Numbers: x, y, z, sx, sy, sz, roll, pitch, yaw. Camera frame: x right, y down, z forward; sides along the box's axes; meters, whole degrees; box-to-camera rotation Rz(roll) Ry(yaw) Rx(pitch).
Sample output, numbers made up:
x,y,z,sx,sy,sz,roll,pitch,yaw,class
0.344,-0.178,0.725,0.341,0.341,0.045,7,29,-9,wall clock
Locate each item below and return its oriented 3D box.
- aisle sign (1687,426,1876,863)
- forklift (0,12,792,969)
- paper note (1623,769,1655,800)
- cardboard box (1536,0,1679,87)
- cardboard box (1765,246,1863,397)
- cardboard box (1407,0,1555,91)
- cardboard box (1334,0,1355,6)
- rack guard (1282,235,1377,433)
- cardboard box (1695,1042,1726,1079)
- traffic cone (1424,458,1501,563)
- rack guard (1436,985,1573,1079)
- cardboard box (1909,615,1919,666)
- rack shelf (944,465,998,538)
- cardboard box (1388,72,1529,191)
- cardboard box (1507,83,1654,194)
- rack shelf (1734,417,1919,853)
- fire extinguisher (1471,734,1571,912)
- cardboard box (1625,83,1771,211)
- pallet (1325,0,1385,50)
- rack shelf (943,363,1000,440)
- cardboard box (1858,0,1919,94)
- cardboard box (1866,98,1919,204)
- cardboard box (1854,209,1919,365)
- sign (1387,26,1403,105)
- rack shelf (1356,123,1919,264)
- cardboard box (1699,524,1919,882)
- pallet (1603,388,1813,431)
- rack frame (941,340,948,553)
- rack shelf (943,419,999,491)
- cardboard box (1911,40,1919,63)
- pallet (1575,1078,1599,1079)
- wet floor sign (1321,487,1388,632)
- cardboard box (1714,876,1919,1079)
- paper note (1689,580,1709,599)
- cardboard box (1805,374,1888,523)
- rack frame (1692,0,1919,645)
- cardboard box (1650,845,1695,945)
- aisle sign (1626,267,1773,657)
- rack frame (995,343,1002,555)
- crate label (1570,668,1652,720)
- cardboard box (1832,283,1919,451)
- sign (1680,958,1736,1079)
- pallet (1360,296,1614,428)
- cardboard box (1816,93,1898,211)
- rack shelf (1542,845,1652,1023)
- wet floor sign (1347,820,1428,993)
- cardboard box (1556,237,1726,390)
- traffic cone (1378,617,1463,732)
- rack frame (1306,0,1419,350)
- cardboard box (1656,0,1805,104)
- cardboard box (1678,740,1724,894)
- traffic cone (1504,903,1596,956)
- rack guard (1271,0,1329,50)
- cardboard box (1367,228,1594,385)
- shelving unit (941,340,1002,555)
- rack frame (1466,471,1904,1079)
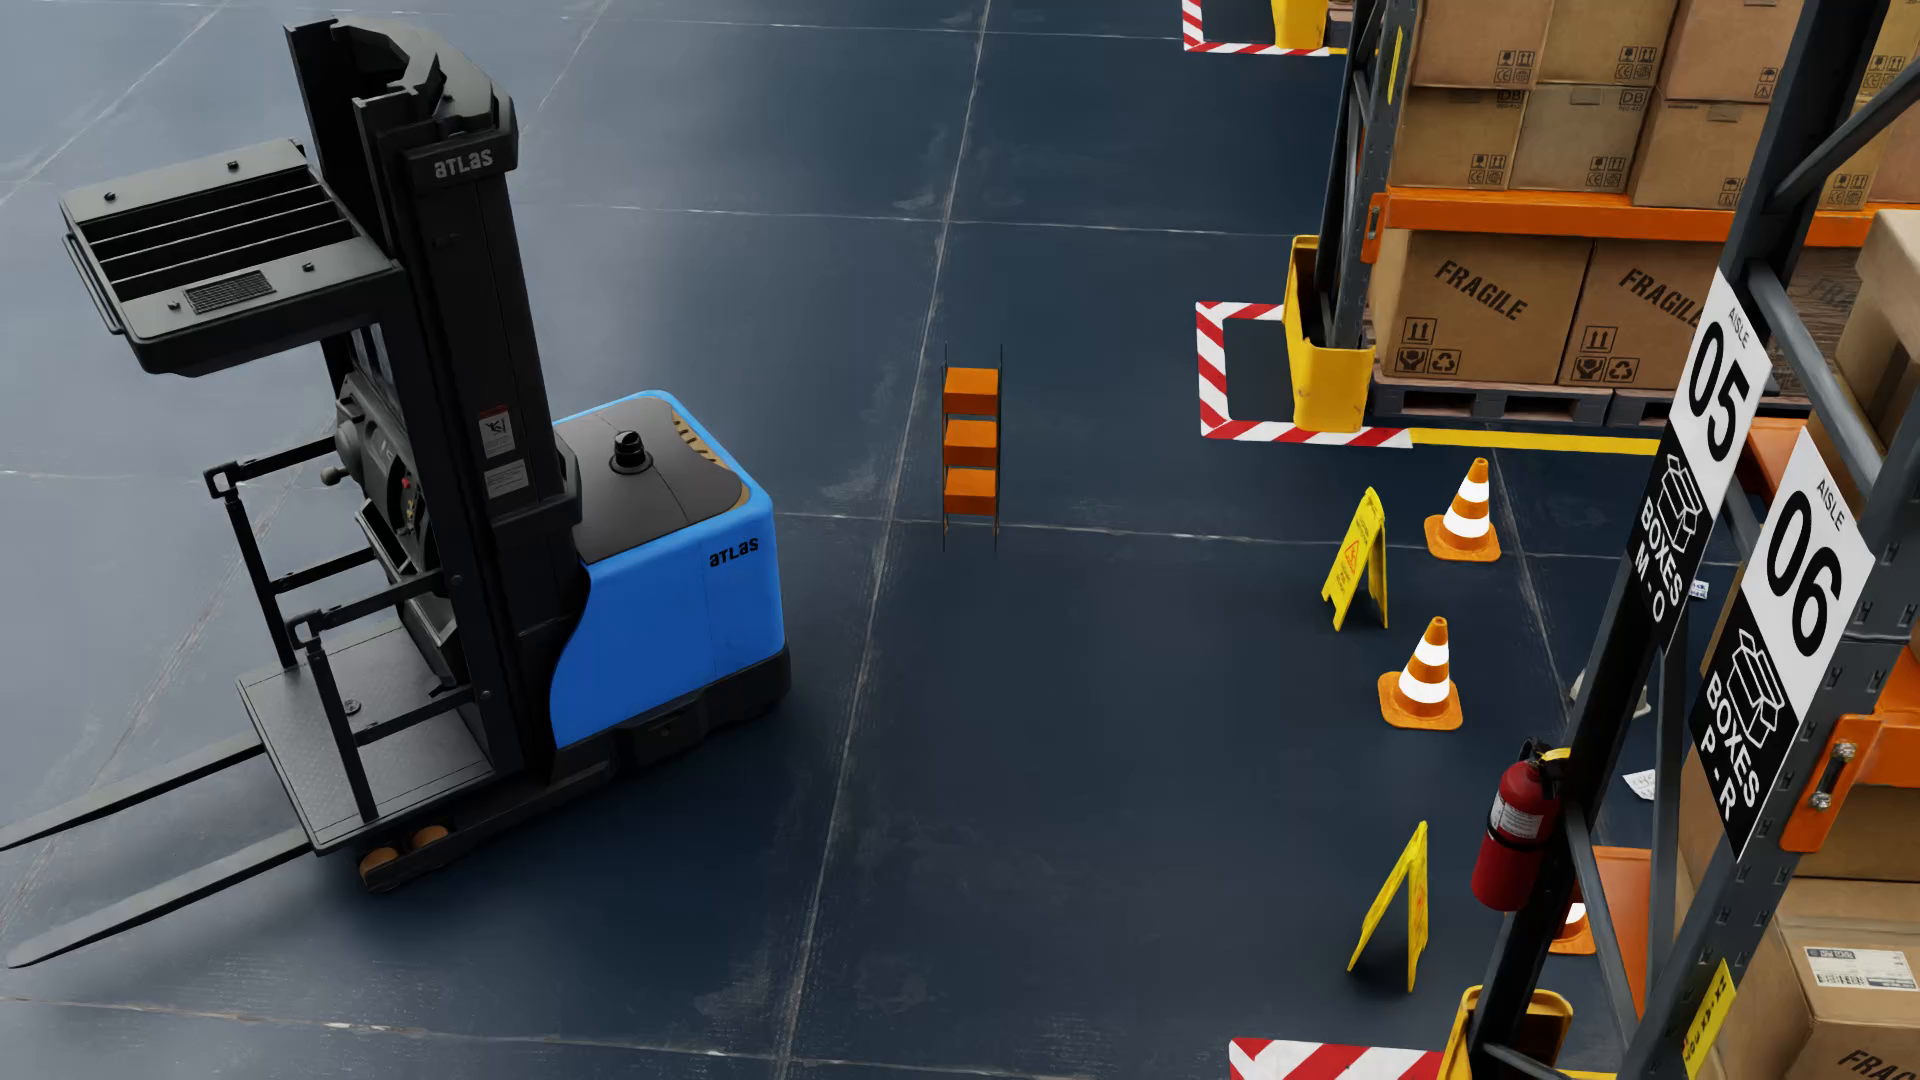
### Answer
x,y,z,sx,sy,sz,roll,pitch,yaw,class
1.569,0.215,3.221,0.004,0.787,0.394,3,39,4,aisle sign
-2.220,-0.191,5.833,3.031,2.935,1.130,-23,44,-26,forklift
2.771,0.982,6.689,0.142,0.019,0.148,-10,40,-12,paper note
2.906,-2.548,7.700,0.550,0.550,0.875,3,39,4,cardboard box
4.450,-1.333,8.533,0.875,0.875,0.875,3,39,4,cardboard box
2.350,-2.520,7.666,0.550,0.550,0.875,3,39,4,cardboard box
3.133,-4.350,12.536,0.500,0.500,0.500,10,40,12,cardboard box
1.960,-1.119,8.900,0.348,0.500,1.175,3,39,4,rack guard
1.978,1.277,4.174,0.250,0.149,0.380,3,39,4,cardboard box
2.390,-0.182,7.777,0.334,0.463,0.336,3,39,4,traffic cone
1.733,2.005,5.061,0.348,0.500,1.175,3,39,4,rack guard
1.960,0.188,3.137,0.250,0.149,0.380,3,39,4,cardboard box
0.053,-0.180,7.768,0.240,0.259,0.215,3,39,4,rack shelf
2.357,-2.154,8.072,0.550,0.550,0.875,3,39,4,cardboard box
2.907,-2.138,8.052,0.550,0.550,0.875,3,39,4,cardboard box
3.650,0.256,3.424,4.000,0.370,1.077,3,39,4,rack shelf
1.583,0.765,4.666,0.183,0.674,0.296,3,39,4,fire extinguisher
3.454,-2.028,7.917,0.550,0.550,0.875,3,39,4,cardboard box
3.394,-4.049,12.728,1.213,0.211,1.003,3,39,4,pallet
0.053,-0.616,7.413,0.240,0.259,0.215,3,39,4,rack shelf
3.991,-2.485,7.623,0.500,0.550,0.875,3,39,4,cardboard box
4.522,-2.060,7.956,0.550,0.550,0.875,3,39,4,cardboard box
2.020,-0.511,3.364,0.250,0.149,0.380,3,39,4,cardboard box
1.930,-2.105,7.382,0.005,0.325,0.100,3,39,4,sign
3.976,-1.700,8.202,4.000,0.370,1.077,3,39,4,rack shelf
2.185,0.380,3.971,0.500,0.500,0.700,2,39,3,cardboard box
3.999,-0.944,8.913,1.213,0.211,1.003,3,39,4,pallet
-0.068,-0.411,7.594,0.008,1.050,0.200,3,39,4,rack frame
0.053,-0.396,7.592,0.240,0.259,0.215,3,39,4,rack shelf
4.520,-2.461,7.594,0.550,0.550,0.875,3,39,4,cardboard box
2.539,2.183,5.071,1.213,0.211,1.003,3,39,4,pallet
1.784,0.069,7.324,0.232,0.644,0.267,-3,39,-4,wet floor sign
2.105,1.077,3.906,0.500,0.500,0.500,3,39,3,cardboard box
3.358,0.216,7.633,0.142,0.017,0.144,16,42,19,paper note
2.037,-0.191,3.602,0.250,0.149,0.380,3,39,4,cardboard box
1.657,-1.295,2.384,0.127,3.000,1.000,3,39,4,rack frame
2.048,1.014,4.497,0.250,0.149,0.380,4,39,5,cardboard box
1.620,-0.163,3.685,0.004,0.787,0.394,3,39,4,aisle sign
0.175,-0.398,7.577,0.008,1.050,0.200,3,39,4,rack frame
2.743,0.641,7.025,0.298,0.136,0.250,-16,42,-19,crate label
2.190,-0.331,3.458,0.500,0.250,0.500,3,39,3,cardboard box
1.611,1.037,3.585,0.005,0.325,0.100,3,39,4,sign
2.787,-1.012,8.996,1.213,0.211,1.003,3,39,4,pallet
3.986,-2.025,7.914,0.500,0.550,0.875,3,39,4,cardboard box
3.650,1.419,4.371,4.000,0.370,1.077,3,39,4,rack shelf
1.560,1.261,5.860,0.232,0.644,0.267,16,42,19,wet floor sign
3.542,-1.384,8.596,0.875,0.875,0.875,3,39,3,cardboard box
1.954,0.511,6.927,0.334,0.463,0.336,3,39,4,traffic cone
1.984,-2.087,8.109,0.127,3.000,1.000,3,39,4,rack frame
3.452,-2.432,7.558,0.550,0.550,0.875,3,39,4,cardboard box
2.222,0.733,4.329,0.500,0.500,0.500,2,39,3,cardboard box
2.197,1.227,6.046,0.334,0.463,0.336,3,39,4,traffic cone
2.588,-4.228,12.719,0.348,0.500,1.175,3,39,4,rack guard
2.665,-1.431,8.653,0.875,0.875,0.875,3,39,4,cardboard box
0.053,-0.404,7.585,0.252,1.050,0.215,3,39,4,shelving unit
1.657,1.031,4.277,0.127,3.000,1.000,3,39,4,rack frame
